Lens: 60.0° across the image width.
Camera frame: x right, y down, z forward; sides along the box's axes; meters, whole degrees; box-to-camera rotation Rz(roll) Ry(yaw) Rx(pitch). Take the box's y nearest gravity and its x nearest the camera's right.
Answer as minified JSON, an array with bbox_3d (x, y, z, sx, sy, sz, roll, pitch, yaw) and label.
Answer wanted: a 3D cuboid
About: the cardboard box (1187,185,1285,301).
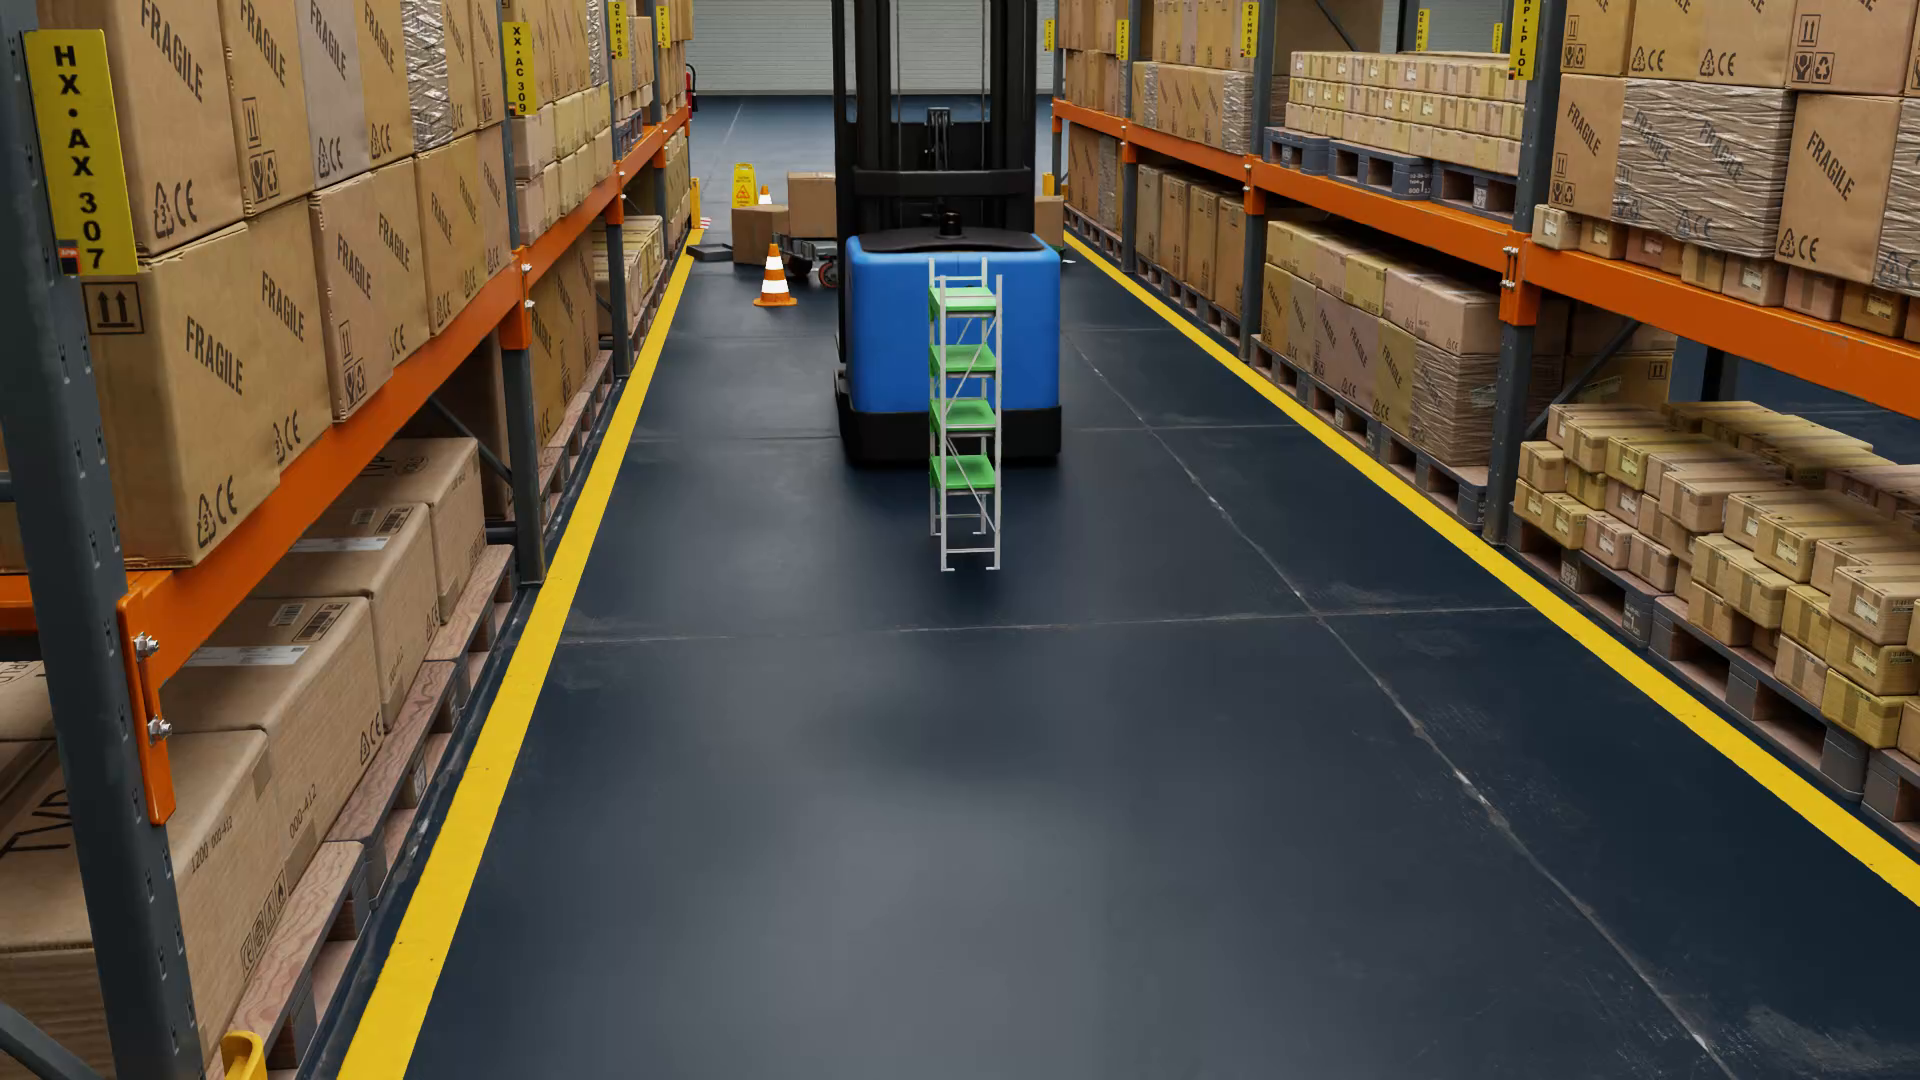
[{"bbox_3d":[2.277,-2.195,12.215,1.050,0.750,0.750,-2,17,-5],"label":"cardboard box"}]

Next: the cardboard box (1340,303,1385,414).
[{"bbox_3d":[2.329,-0.958,8.692,0.500,0.500,0.500,-2,18,-7],"label":"cardboard box"}]

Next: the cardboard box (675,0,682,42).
[{"bbox_3d":[-2.867,-4.740,14.934,0.700,0.500,0.500,-2,18,-7],"label":"cardboard box"}]

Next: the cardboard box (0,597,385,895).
[{"bbox_3d":[-2.014,0.499,4.155,0.875,0.438,0.875,-1,17,-4],"label":"cardboard box"}]

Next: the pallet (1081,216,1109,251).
[{"bbox_3d":[1.802,-3.078,16.629,1.003,0.211,1.213,-2,18,-6],"label":"pallet"}]

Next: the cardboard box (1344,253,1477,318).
[{"bbox_3d":[2.320,-1.322,8.600,0.500,0.250,0.500,-3,18,-8],"label":"cardboard box"}]

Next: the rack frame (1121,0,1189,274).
[{"bbox_3d":[1.932,-3.815,14.321,1.000,3.000,0.127,-2,18,-6],"label":"rack frame"}]

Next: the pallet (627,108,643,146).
[{"bbox_3d":[-2.814,-2.937,11.846,1.003,0.211,1.213,-2,18,-6],"label":"pallet"}]

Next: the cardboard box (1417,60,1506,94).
[{"bbox_3d":[2.419,-2.218,7.960,0.380,0.149,0.250,-2,18,-7],"label":"cardboard box"}]

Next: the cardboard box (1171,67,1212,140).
[{"bbox_3d":[1.872,-3.247,12.345,0.500,0.500,0.500,-2,17,-5],"label":"cardboard box"}]

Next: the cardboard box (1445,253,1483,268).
[{"bbox_3d":[2.838,-1.336,8.645,0.500,0.250,0.500,-1,17,-4],"label":"cardboard box"}]

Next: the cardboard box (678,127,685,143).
[{"bbox_3d":[-2.948,-4.042,16.597,0.380,0.149,0.250,-1,17,-4],"label":"cardboard box"}]

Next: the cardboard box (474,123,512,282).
[{"bbox_3d":[-1.854,-1.166,5.716,0.500,0.500,0.500,-2,18,-5],"label":"cardboard box"}]

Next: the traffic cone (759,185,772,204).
[{"bbox_3d":[-2.067,-3.525,17.633,0.336,0.463,0.334,-2,18,-6],"label":"traffic cone"}]

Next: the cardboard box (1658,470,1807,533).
[{"bbox_3d":[2.625,-0.134,5.660,0.380,0.149,0.250,-1,17,-4],"label":"cardboard box"}]

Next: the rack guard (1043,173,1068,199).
[{"bbox_3d":[1.516,-3.821,18.514,1.175,0.500,0.348,-2,18,-6],"label":"rack guard"}]

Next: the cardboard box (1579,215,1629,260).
[{"bbox_3d":[2.561,-1.143,6.228,0.380,0.149,0.250,-1,17,-4],"label":"cardboard box"}]

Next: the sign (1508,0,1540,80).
[{"bbox_3d":[2.205,-1.966,6.498,0.100,0.325,0.005,-2,18,-6],"label":"sign"}]

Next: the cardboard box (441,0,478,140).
[{"bbox_3d":[-1.789,-1.490,5.079,0.500,0.500,0.500,-2,18,-6],"label":"cardboard box"}]

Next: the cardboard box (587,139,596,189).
[{"bbox_3d":[-2.154,-1.924,8.548,0.500,0.250,0.500,-2,18,-6],"label":"cardboard box"}]

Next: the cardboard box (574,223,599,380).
[{"bbox_3d":[-2.580,-1.419,9.534,0.875,0.875,0.875,-2,18,-6],"label":"cardboard box"}]

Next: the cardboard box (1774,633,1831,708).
[{"bbox_3d":[2.703,0.385,5.000,0.380,0.149,0.250,-1,17,-5],"label":"cardboard box"}]

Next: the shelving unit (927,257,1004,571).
[{"bbox_3d":[0.017,-0.523,6.840,0.258,1.200,0.503,-2,18,-6],"label":"shelving unit"}]

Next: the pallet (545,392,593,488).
[{"bbox_3d":[-2.440,-0.510,8.449,1.003,0.211,1.213,-2,18,-6],"label":"pallet"}]

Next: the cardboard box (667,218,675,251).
[{"bbox_3d":[-2.774,-2.705,14.674,0.500,0.250,0.500,-3,18,-8],"label":"cardboard box"}]

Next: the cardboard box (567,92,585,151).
[{"bbox_3d":[-2.083,-2.012,7.992,0.500,0.250,0.500,-2,18,-7],"label":"cardboard box"}]

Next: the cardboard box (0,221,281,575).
[{"bbox_3d":[-1.508,-0.256,2.819,0.500,0.500,0.500,-2,18,-6],"label":"cardboard box"}]

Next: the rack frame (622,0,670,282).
[{"bbox_3d":[-2.982,-3.632,13.738,1.000,3.000,0.127,-2,18,-6],"label":"rack frame"}]

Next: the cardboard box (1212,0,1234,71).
[{"bbox_3d":[2.199,-3.586,11.754,0.700,0.500,0.500,-2,18,-6],"label":"cardboard box"}]

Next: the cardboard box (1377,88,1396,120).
[{"bbox_3d":[2.360,-2.232,8.499,0.380,0.149,0.250,-1,17,-4],"label":"cardboard box"}]

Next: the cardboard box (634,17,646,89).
[{"bbox_3d":[-2.606,-3.590,12.239,0.500,0.500,0.500,-1,17,-4],"label":"cardboard box"}]

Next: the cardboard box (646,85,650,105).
[{"bbox_3d":[-2.582,-3.413,12.759,0.380,0.149,0.250,-2,18,-7],"label":"cardboard box"}]

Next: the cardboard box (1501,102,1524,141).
[{"bbox_3d":[2.519,-1.766,7.018,0.380,0.149,0.250,-1,17,-4],"label":"cardboard box"}]

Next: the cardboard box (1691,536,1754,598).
[{"bbox_3d":[2.645,0.089,5.449,0.380,0.149,0.250,-2,18,-6],"label":"cardboard box"}]

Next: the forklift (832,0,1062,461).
[{"bbox_3d":[-0.160,-2.184,9.242,1.130,2.935,3.031,-2,18,-6],"label":"forklift"}]

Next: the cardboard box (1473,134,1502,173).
[{"bbox_3d":[2.491,-1.702,7.308,0.380,0.149,0.250,-2,18,-5],"label":"cardboard box"}]

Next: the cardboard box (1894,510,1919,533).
[{"bbox_3d":[3.177,0.006,5.215,0.380,0.149,0.250,-2,18,-6],"label":"cardboard box"}]

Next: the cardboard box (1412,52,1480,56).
[{"bbox_3d":[2.874,-2.781,9.752,0.380,0.149,0.250,-2,18,-6],"label":"cardboard box"}]

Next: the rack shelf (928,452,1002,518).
[{"bbox_3d":[0.017,-0.233,6.931,0.258,0.148,0.480,-2,18,-6],"label":"rack shelf"}]

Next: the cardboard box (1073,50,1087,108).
[{"bbox_3d":[1.614,-4.635,16.684,0.875,0.550,0.550,-2,18,-6],"label":"cardboard box"}]

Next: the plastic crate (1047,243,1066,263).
[{"bbox_3d":[0.611,-2.512,14.770,0.450,0.188,0.662,18,23,19],"label":"plastic crate"}]

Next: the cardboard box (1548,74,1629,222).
[{"bbox_3d":[2.557,-1.466,6.175,0.500,0.500,0.500,-2,18,-7],"label":"cardboard box"}]

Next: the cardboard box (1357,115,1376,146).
[{"bbox_3d":[2.328,-2.169,8.797,0.380,0.149,0.250,-2,17,-5],"label":"cardboard box"}]

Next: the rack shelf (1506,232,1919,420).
[{"bbox_3d":[2.963,-0.493,4.939,1.077,0.370,4.000,-2,18,-6],"label":"rack shelf"}]

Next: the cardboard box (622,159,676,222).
[{"bbox_3d":[-2.774,-3.062,14.561,0.500,0.500,0.500,-1,17,-3],"label":"cardboard box"}]

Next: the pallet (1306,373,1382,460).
[{"bbox_3d":[2.546,-0.697,9.046,1.003,0.211,1.213,-2,18,-6],"label":"pallet"}]

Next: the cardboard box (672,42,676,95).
[{"bbox_3d":[-2.936,-4.410,15.553,0.500,0.500,0.500,-2,17,-5],"label":"cardboard box"}]

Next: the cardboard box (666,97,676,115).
[{"bbox_3d":[-2.818,-3.997,15.321,0.380,0.149,0.250,-2,18,-5],"label":"cardboard box"}]

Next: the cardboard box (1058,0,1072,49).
[{"bbox_3d":[1.519,-5.482,17.577,0.875,0.550,0.550,-2,18,-6],"label":"cardboard box"}]

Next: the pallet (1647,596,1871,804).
[{"bbox_3d":[2.990,0.462,5.353,1.003,0.211,1.213,-2,18,-6],"label":"pallet"}]

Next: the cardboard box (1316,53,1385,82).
[{"bbox_3d":[2.250,-2.691,9.465,0.380,0.149,0.250,-2,18,-6],"label":"cardboard box"}]

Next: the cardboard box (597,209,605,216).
[{"bbox_3d":[-3.310,-3.046,14.510,0.500,0.500,0.500,-2,18,-6],"label":"cardboard box"}]

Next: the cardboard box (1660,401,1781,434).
[{"bbox_3d":[3.052,-0.458,6.692,0.380,0.149,0.250,-1,17,-4],"label":"cardboard box"}]

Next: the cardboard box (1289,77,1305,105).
[{"bbox_3d":[2.194,-2.696,9.977,0.380,0.149,0.250,-1,17,-3],"label":"cardboard box"}]

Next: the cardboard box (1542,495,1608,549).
[{"bbox_3d":[2.502,-0.074,6.464,0.380,0.149,0.250,-1,17,-4],"label":"cardboard box"}]

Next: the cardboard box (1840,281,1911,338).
[{"bbox_3d":[2.766,-0.673,4.734,0.380,0.149,0.250,-1,17,-5],"label":"cardboard box"}]

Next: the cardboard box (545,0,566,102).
[{"bbox_3d":[-2.045,-2.214,7.384,0.500,0.500,0.500,-2,18,-7],"label":"cardboard box"}]
